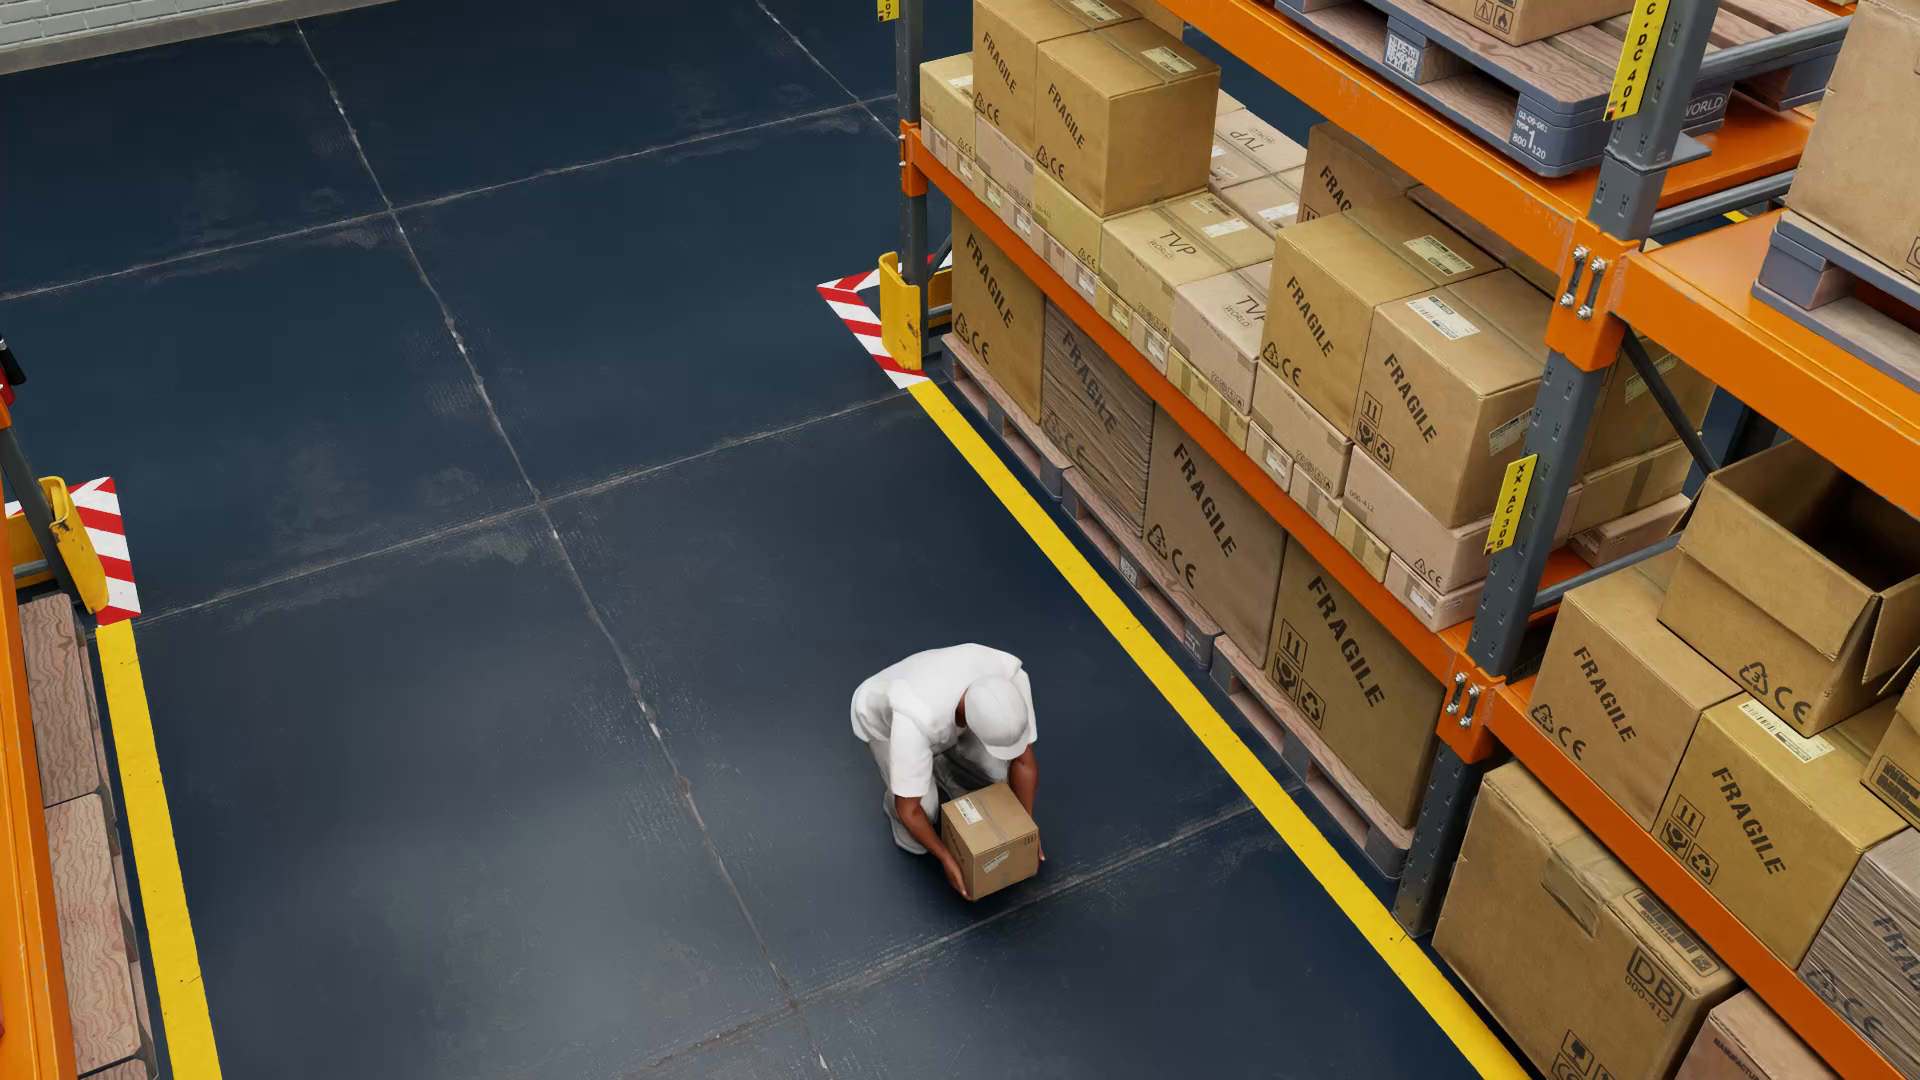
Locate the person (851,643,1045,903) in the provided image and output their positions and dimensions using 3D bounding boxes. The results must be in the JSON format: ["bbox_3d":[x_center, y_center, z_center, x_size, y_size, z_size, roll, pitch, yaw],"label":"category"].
[{"bbox_3d":[-0.034,0.717,5.907,0.589,0.999,0.878,-19,44,-20],"label":"person"}]
